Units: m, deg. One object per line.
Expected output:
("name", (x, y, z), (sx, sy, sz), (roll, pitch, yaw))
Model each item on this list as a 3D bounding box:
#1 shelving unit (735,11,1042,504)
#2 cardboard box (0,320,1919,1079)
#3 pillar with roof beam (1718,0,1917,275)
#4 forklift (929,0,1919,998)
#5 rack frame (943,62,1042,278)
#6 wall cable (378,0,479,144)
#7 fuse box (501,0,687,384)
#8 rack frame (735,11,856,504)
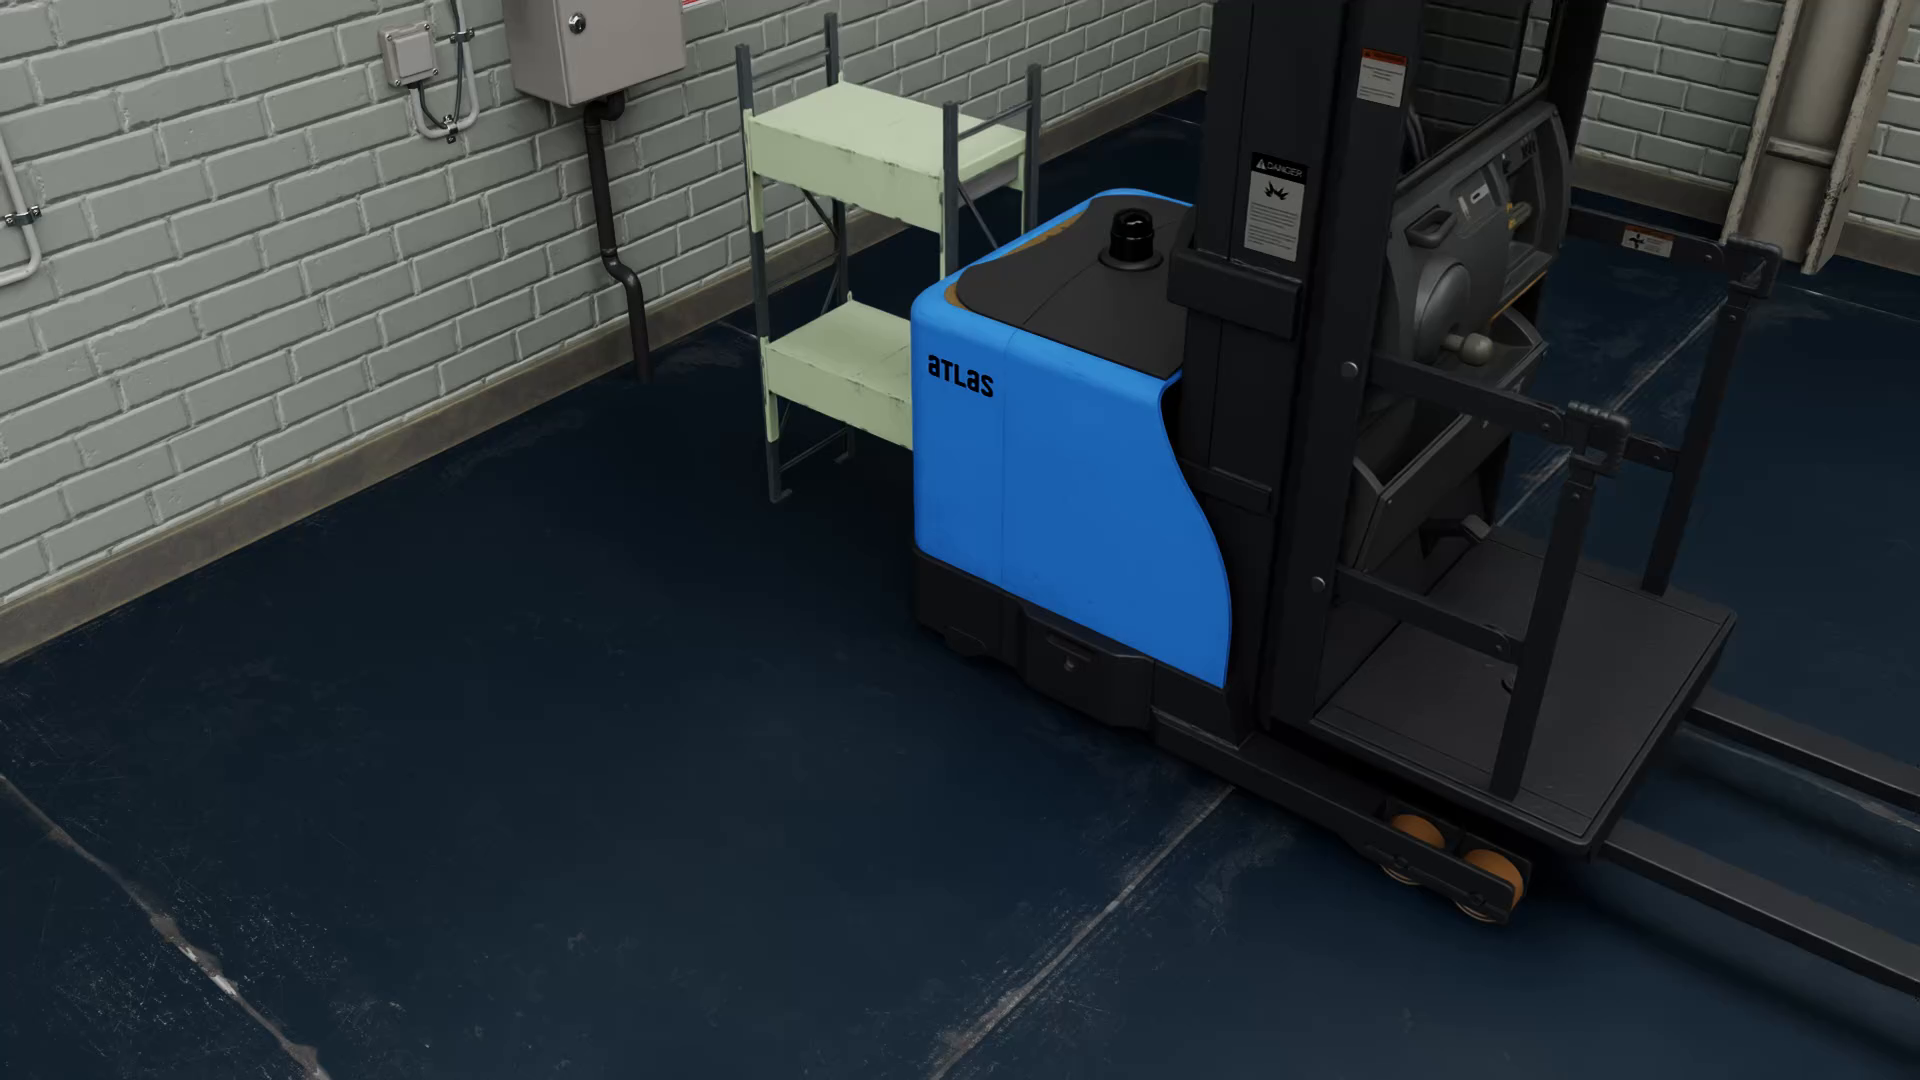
("shelving unit", (-0.200, -0.701, 4.946), (0.755, 1.500, 0.400), (24, 41, 31))
("cardboard box", (2.303, 2.200, 0.678), (13.522, 1.550, 6.103), (24, 41, 31))
("pillar with roof beam", (0.697, -3.061, 1.758), (0.400, 9.000, 9.100), (25, 42, 32))
("forklift", (1.361, -0.592, 3.601), (2.937, 2.843, 1.107), (24, 41, 31))
("rack frame", (0.088, -0.573, 4.760), (0.023, 1.500, 0.400), (24, 41, 31))
("wall cable", (-1.676, -2.004, 4.621), (0.122, 1.984, 0.588), (25, 42, 32))
("fuse box", (-1.118, -1.294, 5.622), (0.414, 1.711, 0.539), (25, 42, 32))
("rack frame", (-0.489, -0.828, 5.131), (0.023, 1.500, 0.400), (24, 41, 31))
